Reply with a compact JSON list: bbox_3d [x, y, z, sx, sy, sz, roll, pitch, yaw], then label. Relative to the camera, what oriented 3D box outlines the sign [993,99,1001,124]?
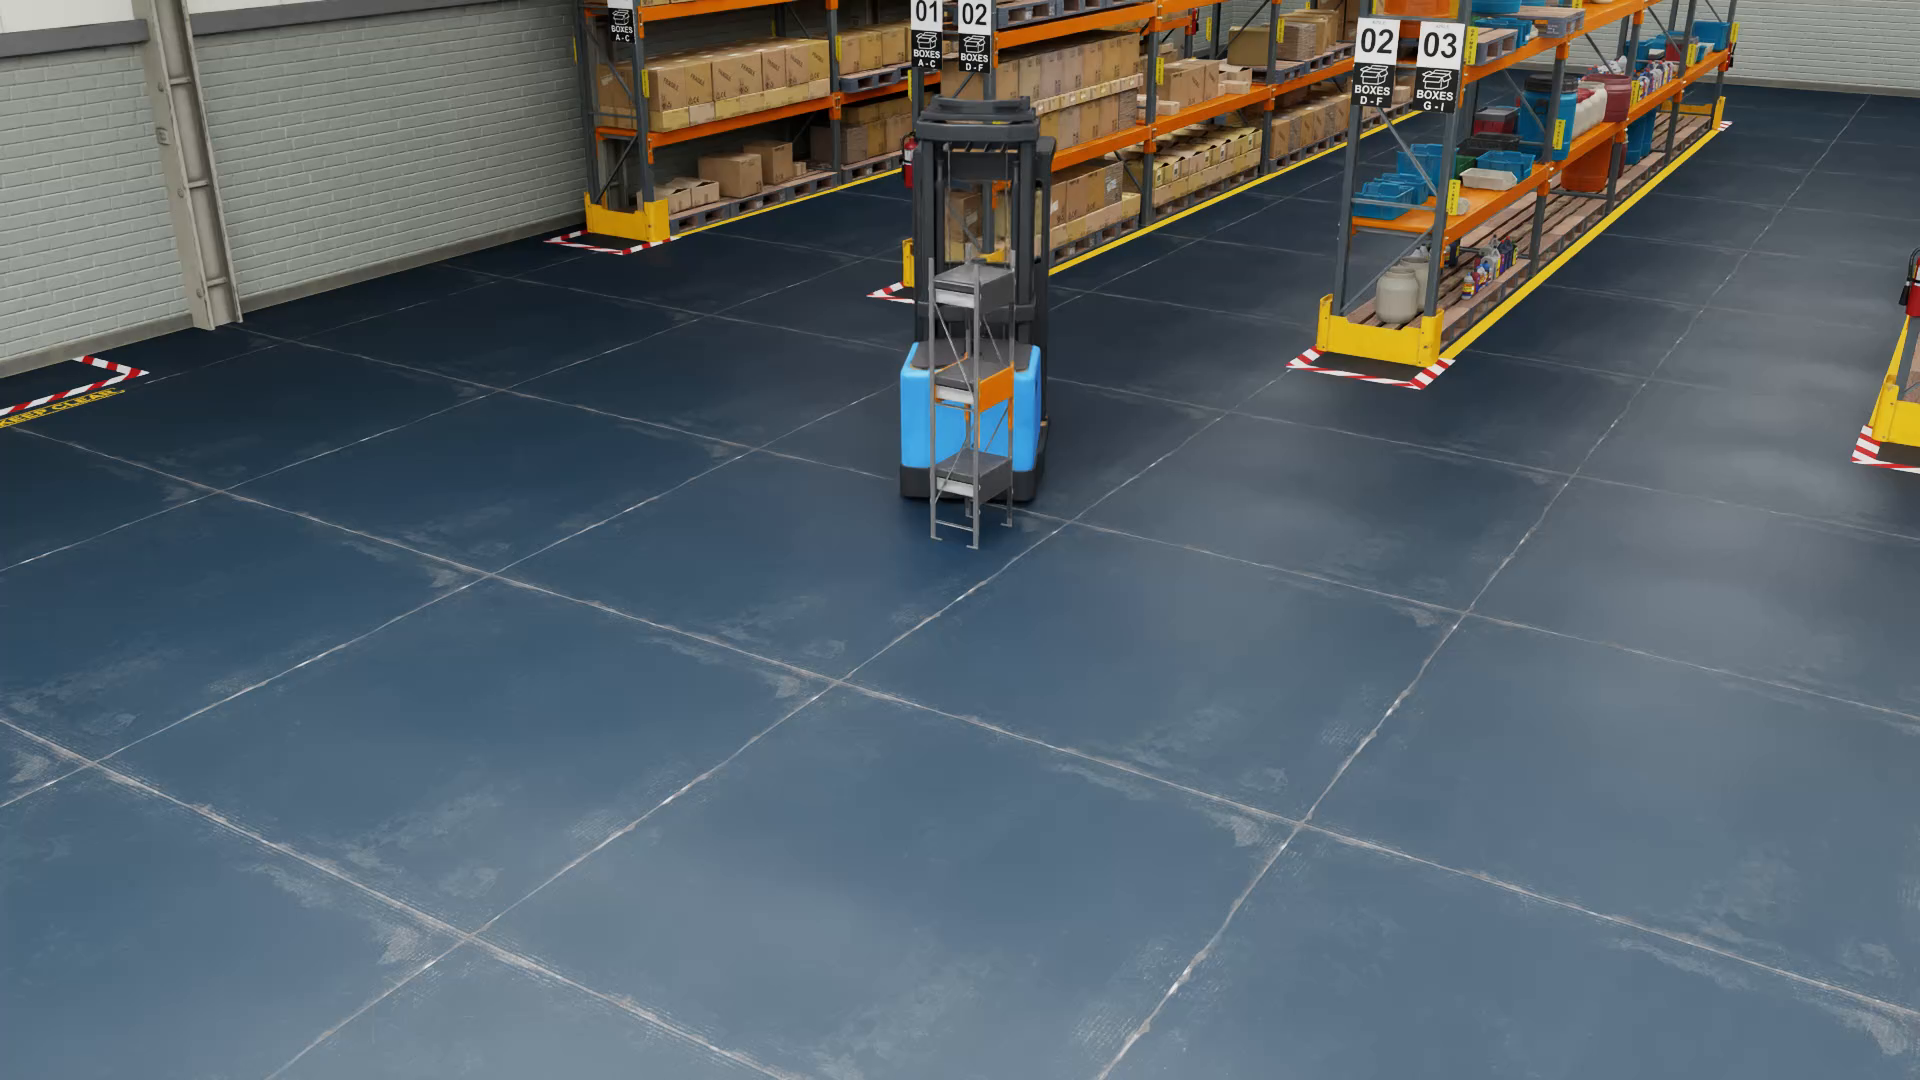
[{"bbox_3d":[0.396,-4.539,17.770,0.100,0.325,0.005,14,27,29],"label":"sign"}]

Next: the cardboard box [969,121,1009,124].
[{"bbox_3d":[0.317,-4.655,18.284,0.380,0.149,0.250,14,27,29],"label":"cardboard box"}]

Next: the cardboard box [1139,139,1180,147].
[{"bbox_3d":[2.810,-5.473,23.343,0.500,0.311,0.500,13,27,28],"label":"cardboard box"}]

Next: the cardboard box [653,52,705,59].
[{"bbox_3d":[-3.672,-6.092,21.767,0.500,0.500,0.500,13,27,28],"label":"cardboard box"}]

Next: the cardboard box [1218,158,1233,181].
[{"bbox_3d":[3.540,-5.282,23.609,0.500,0.250,0.500,15,27,30],"label":"cardboard box"}]

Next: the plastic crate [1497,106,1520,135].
[{"bbox_3d":[6.561,-4.965,19.963,0.392,0.384,0.575,14,27,29],"label":"plastic crate"}]

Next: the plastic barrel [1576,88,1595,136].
[{"bbox_3d":[7.550,-5.268,20.471,0.433,0.535,0.433,0,23,0],"label":"plastic barrel"}]

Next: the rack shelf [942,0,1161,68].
[{"bbox_3d":[0.982,-5.945,19.338,1.077,0.370,4.000,14,27,29],"label":"rack shelf"}]

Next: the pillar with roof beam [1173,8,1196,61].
[{"bbox_3d":[8.503,-13.604,32.349,9.100,9.000,0.400,14,27,29],"label":"pillar with roof beam"}]

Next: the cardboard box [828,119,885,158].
[{"bbox_3d":[-1.569,-6.102,25.163,0.700,0.500,0.500,13,27,28],"label":"cardboard box"}]

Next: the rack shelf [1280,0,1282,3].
[{"bbox_3d":[5.202,-8.645,25.575,1.077,0.370,4.000,14,27,29],"label":"rack shelf"}]

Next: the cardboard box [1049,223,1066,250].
[{"bbox_3d":[0.924,-3.627,19.786,0.500,0.250,0.500,14,27,29],"label":"cardboard box"}]

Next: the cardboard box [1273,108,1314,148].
[{"bbox_3d":[5.170,-6.419,25.894,0.500,0.500,0.500,13,27,28],"label":"cardboard box"}]

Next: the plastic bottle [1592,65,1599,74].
[{"bbox_3d":[9.095,-6.626,23.843,0.144,0.351,0.185,14,27,29],"label":"plastic bottle"}]

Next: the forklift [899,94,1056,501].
[{"bbox_3d":[0.197,-2.194,13.630,1.130,2.935,3.031,2,24,5],"label":"forklift"}]

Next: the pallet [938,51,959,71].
[{"bbox_3d":[-0.349,-7.610,26.295,1.213,0.211,1.003,14,27,29],"label":"pallet"}]

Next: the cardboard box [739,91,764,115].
[{"bbox_3d":[-2.952,-5.818,22.078,0.500,0.250,0.500,14,27,29],"label":"cardboard box"}]

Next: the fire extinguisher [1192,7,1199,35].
[{"bbox_3d":[4.628,-10.409,33.084,0.296,0.674,0.183,14,27,29],"label":"fire extinguisher"}]

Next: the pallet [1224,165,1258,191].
[{"bbox_3d":[3.680,-5.375,24.400,1.003,0.211,1.213,14,27,29],"label":"pallet"}]

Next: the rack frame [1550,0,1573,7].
[{"bbox_3d":[6.243,-7.288,17.757,1.000,3.000,0.127,14,27,29],"label":"rack frame"}]

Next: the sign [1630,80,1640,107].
[{"bbox_3d":[8.825,-5.847,21.775,0.100,0.325,0.005,14,27,29],"label":"sign"}]

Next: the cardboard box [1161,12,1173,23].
[{"bbox_3d":[3.522,-10.376,32.066,0.980,0.700,0.700,14,27,29],"label":"cardboard box"}]

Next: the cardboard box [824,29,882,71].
[{"bbox_3d":[-1.575,-7.210,24.450,0.700,0.500,0.500,17,29,34],"label":"cardboard box"}]

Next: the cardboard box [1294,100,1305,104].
[{"bbox_3d":[5.253,-6.867,26.930,0.500,0.500,0.500,14,27,30],"label":"cardboard box"}]

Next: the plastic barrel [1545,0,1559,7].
[{"bbox_3d":[6.672,-6.579,19.265,0.600,0.901,0.600,0,23,0],"label":"plastic barrel"}]

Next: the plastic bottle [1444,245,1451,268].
[{"bbox_3d":[5.491,-3.225,18.804,0.097,0.271,0.097,0,23,0],"label":"plastic bottle"}]

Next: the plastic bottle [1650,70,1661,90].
[{"bbox_3d":[10.000,-6.638,23.964,0.152,0.276,0.135,14,27,29],"label":"plastic bottle"}]

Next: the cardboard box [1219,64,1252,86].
[{"bbox_3d":[3.918,-6.769,24.224,0.500,0.311,0.500,16,28,32],"label":"cardboard box"}]

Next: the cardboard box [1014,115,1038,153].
[{"bbox_3d":[0.457,-4.603,18.981,0.700,0.500,0.500,15,27,30],"label":"cardboard box"}]

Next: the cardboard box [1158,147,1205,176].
[{"bbox_3d":[3.007,-5.192,22.695,0.500,0.311,0.500,13,27,27],"label":"cardboard box"}]

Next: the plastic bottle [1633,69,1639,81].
[{"bbox_3d":[9.475,-6.448,23.431,0.144,0.351,0.185,14,27,29],"label":"plastic bottle"}]

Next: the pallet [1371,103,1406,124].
[{"bbox_3d":[7.263,-7.639,29.631,1.003,0.211,1.213,14,27,29],"label":"pallet"}]

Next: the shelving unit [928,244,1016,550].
[{"bbox_3d":[0.087,-1.019,11.962,0.431,2.100,0.503,14,27,29],"label":"shelving unit"}]

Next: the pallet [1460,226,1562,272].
[{"bbox_3d":[6.625,-3.528,20.134,1.003,0.211,1.213,14,27,29],"label":"pallet"}]

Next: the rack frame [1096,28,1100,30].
[{"bbox_3d":[2.047,-9.311,29.982,1.000,3.000,0.127,14,27,29],"label":"rack frame"}]

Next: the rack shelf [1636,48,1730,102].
[{"bbox_3d":[11.518,-7.580,26.889,1.077,0.370,4.000,14,27,29],"label":"rack shelf"}]

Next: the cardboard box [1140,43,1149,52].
[{"bbox_3d":[3.502,-9.660,32.590,0.380,0.149,0.250,14,27,29],"label":"cardboard box"}]

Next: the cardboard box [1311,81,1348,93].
[{"bbox_3d":[6.317,-7.581,28.578,0.500,0.500,0.500,14,27,29],"label":"cardboard box"}]

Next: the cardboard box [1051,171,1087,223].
[{"bbox_3d":[1.193,-4.139,20.024,0.500,0.500,0.500,14,27,29],"label":"cardboard box"}]

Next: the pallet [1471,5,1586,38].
[{"bbox_3d":[5.946,-5.561,17.781,1.213,0.211,1.003,14,27,29],"label":"pallet"}]

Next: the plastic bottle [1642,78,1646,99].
[{"bbox_3d":[9.505,-6.290,23.151,0.061,0.283,0.133,14,27,29],"label":"plastic bottle"}]

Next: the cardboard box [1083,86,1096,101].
[{"bbox_3d":[1.405,-5.353,19.896,0.380,0.149,0.250,15,27,30],"label":"cardboard box"}]

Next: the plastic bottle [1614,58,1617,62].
[{"bbox_3d":[9.837,-7.102,25.026,0.061,0.283,0.133,14,27,29],"label":"plastic bottle"}]

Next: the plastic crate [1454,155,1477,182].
[{"bbox_3d":[5.288,-4.038,18.070,0.450,0.188,0.662,14,27,29],"label":"plastic crate"}]

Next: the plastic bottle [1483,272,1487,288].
[{"bbox_3d":[5.640,-2.832,17.984,0.097,0.201,0.097,0,23,0],"label":"plastic bottle"}]

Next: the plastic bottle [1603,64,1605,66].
[{"bbox_3d":[9.439,-6.847,24.438,0.061,0.283,0.133,14,27,29],"label":"plastic bottle"}]

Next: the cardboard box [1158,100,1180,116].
[{"bbox_3d":[2.678,-5.715,21.992,0.380,0.149,0.250,14,27,29],"label":"cardboard box"}]

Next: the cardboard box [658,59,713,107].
[{"bbox_3d":[-3.507,-5.808,21.111,0.500,0.500,0.500,14,27,29],"label":"cardboard box"}]

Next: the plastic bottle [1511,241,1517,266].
[{"bbox_3d":[6.270,-3.259,18.867,0.061,0.283,0.133,15,28,32],"label":"plastic bottle"}]

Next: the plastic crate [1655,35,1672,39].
[{"bbox_3d":[11.816,-8.299,27.780,0.416,0.233,0.300,14,27,29],"label":"plastic crate"}]

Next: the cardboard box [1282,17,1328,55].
[{"bbox_3d":[5.378,-7.903,26.076,0.700,0.500,0.500,7,24,16],"label":"cardboard box"}]

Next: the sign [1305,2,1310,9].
[{"bbox_3d":[5.792,-8.782,27.672,0.100,0.325,0.005,14,27,29],"label":"sign"}]
